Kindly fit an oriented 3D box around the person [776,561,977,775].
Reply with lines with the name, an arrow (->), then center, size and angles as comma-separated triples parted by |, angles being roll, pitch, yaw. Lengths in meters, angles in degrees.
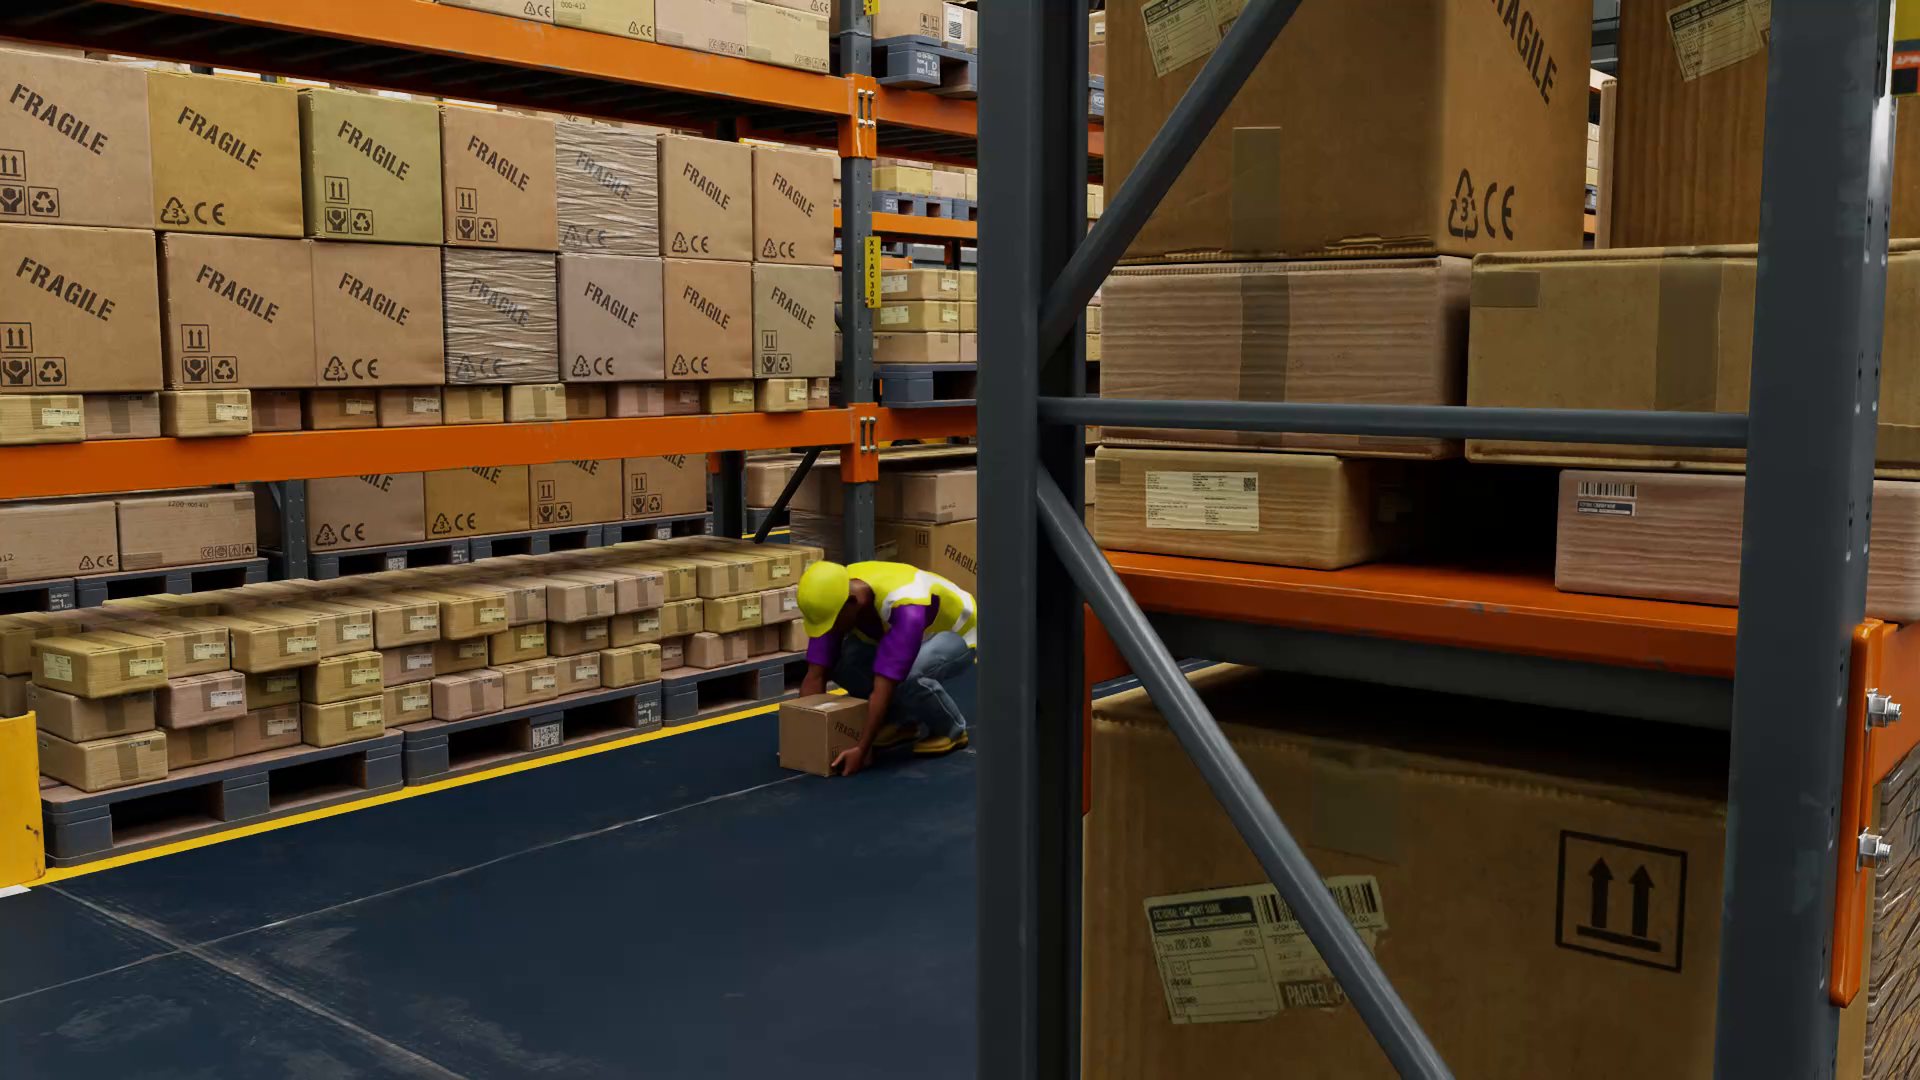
person -> -0.270, 0.481, 6.500 | 0.531, 0.874, 0.939 | 6, 9, 44
